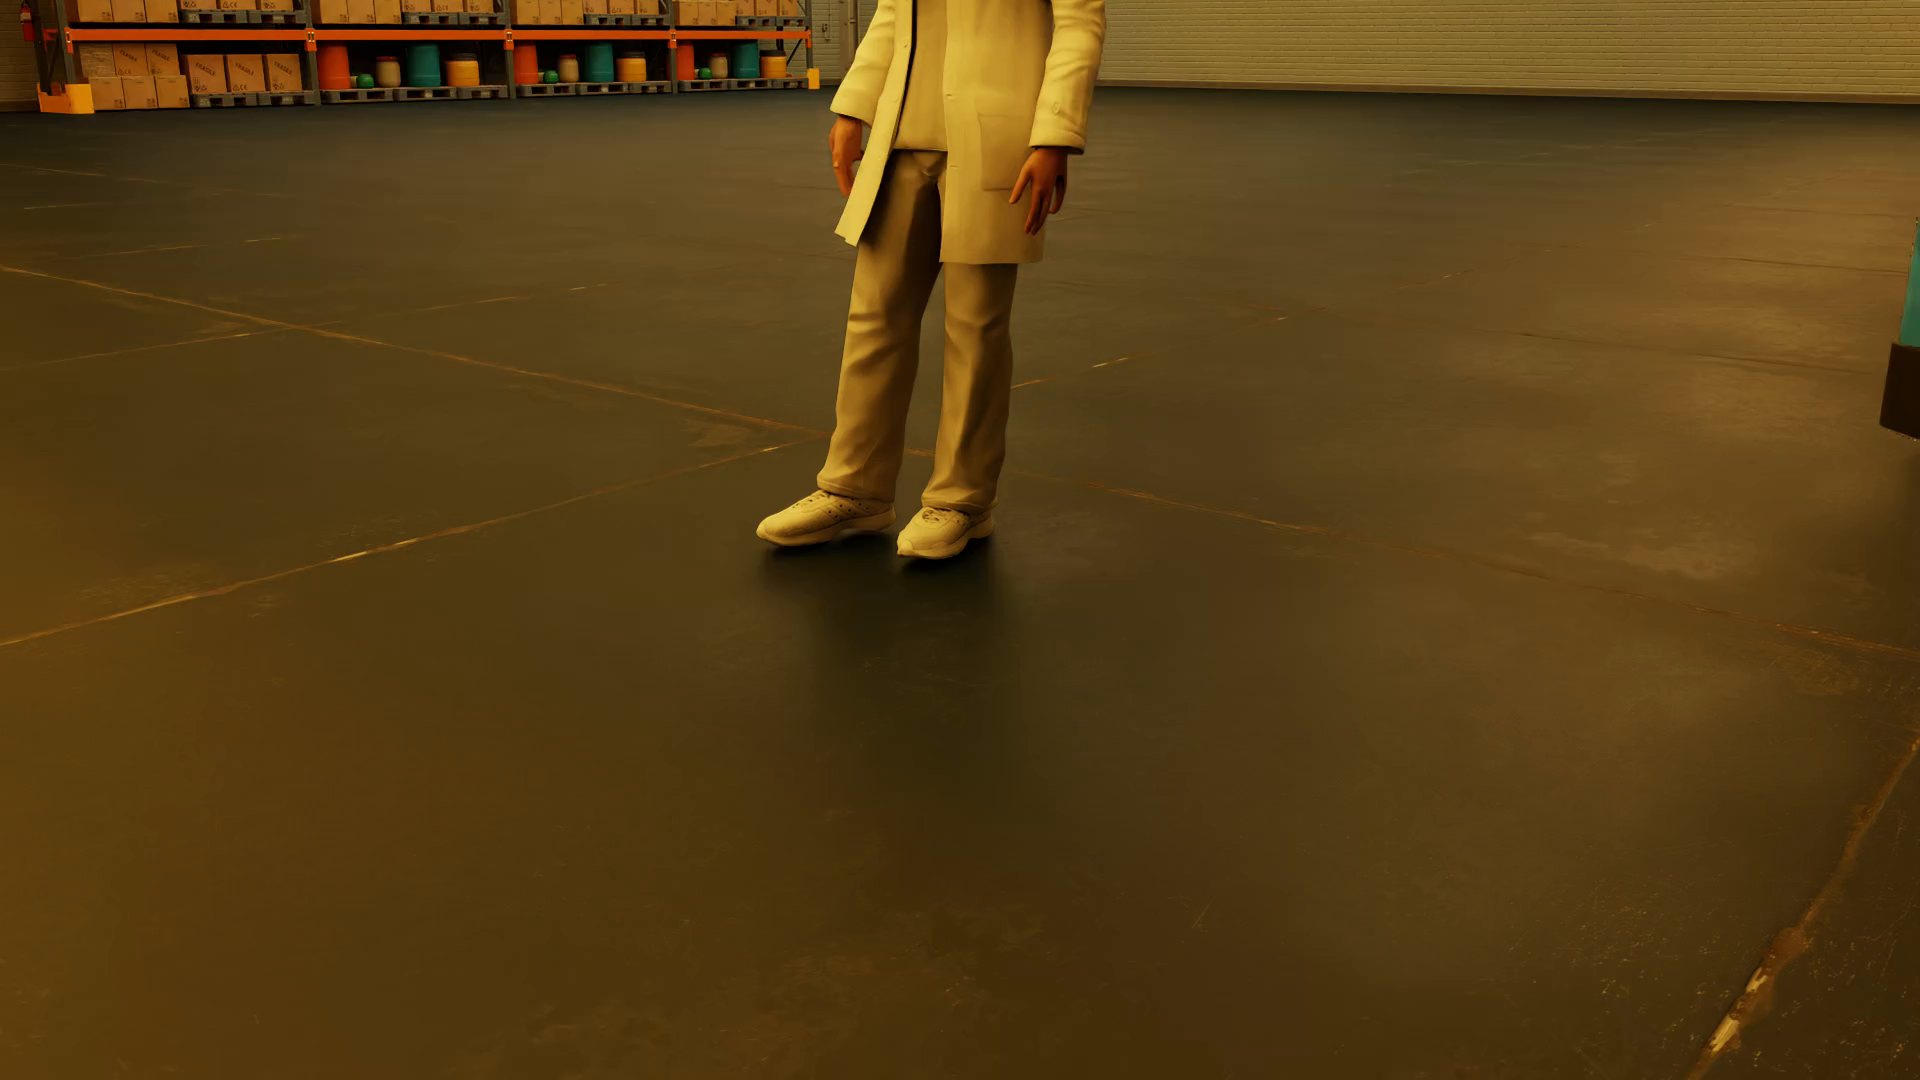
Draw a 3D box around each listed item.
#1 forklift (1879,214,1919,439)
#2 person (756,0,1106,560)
[{"bbox_3d":[4.201,-1.594,4.147,3.031,2.935,1.130,-2,17,-8],"label":"forklift"},{"bbox_3d":[-0.061,-0.838,3.616,0.698,1.777,0.578,13,21,37],"label":"person"}]
